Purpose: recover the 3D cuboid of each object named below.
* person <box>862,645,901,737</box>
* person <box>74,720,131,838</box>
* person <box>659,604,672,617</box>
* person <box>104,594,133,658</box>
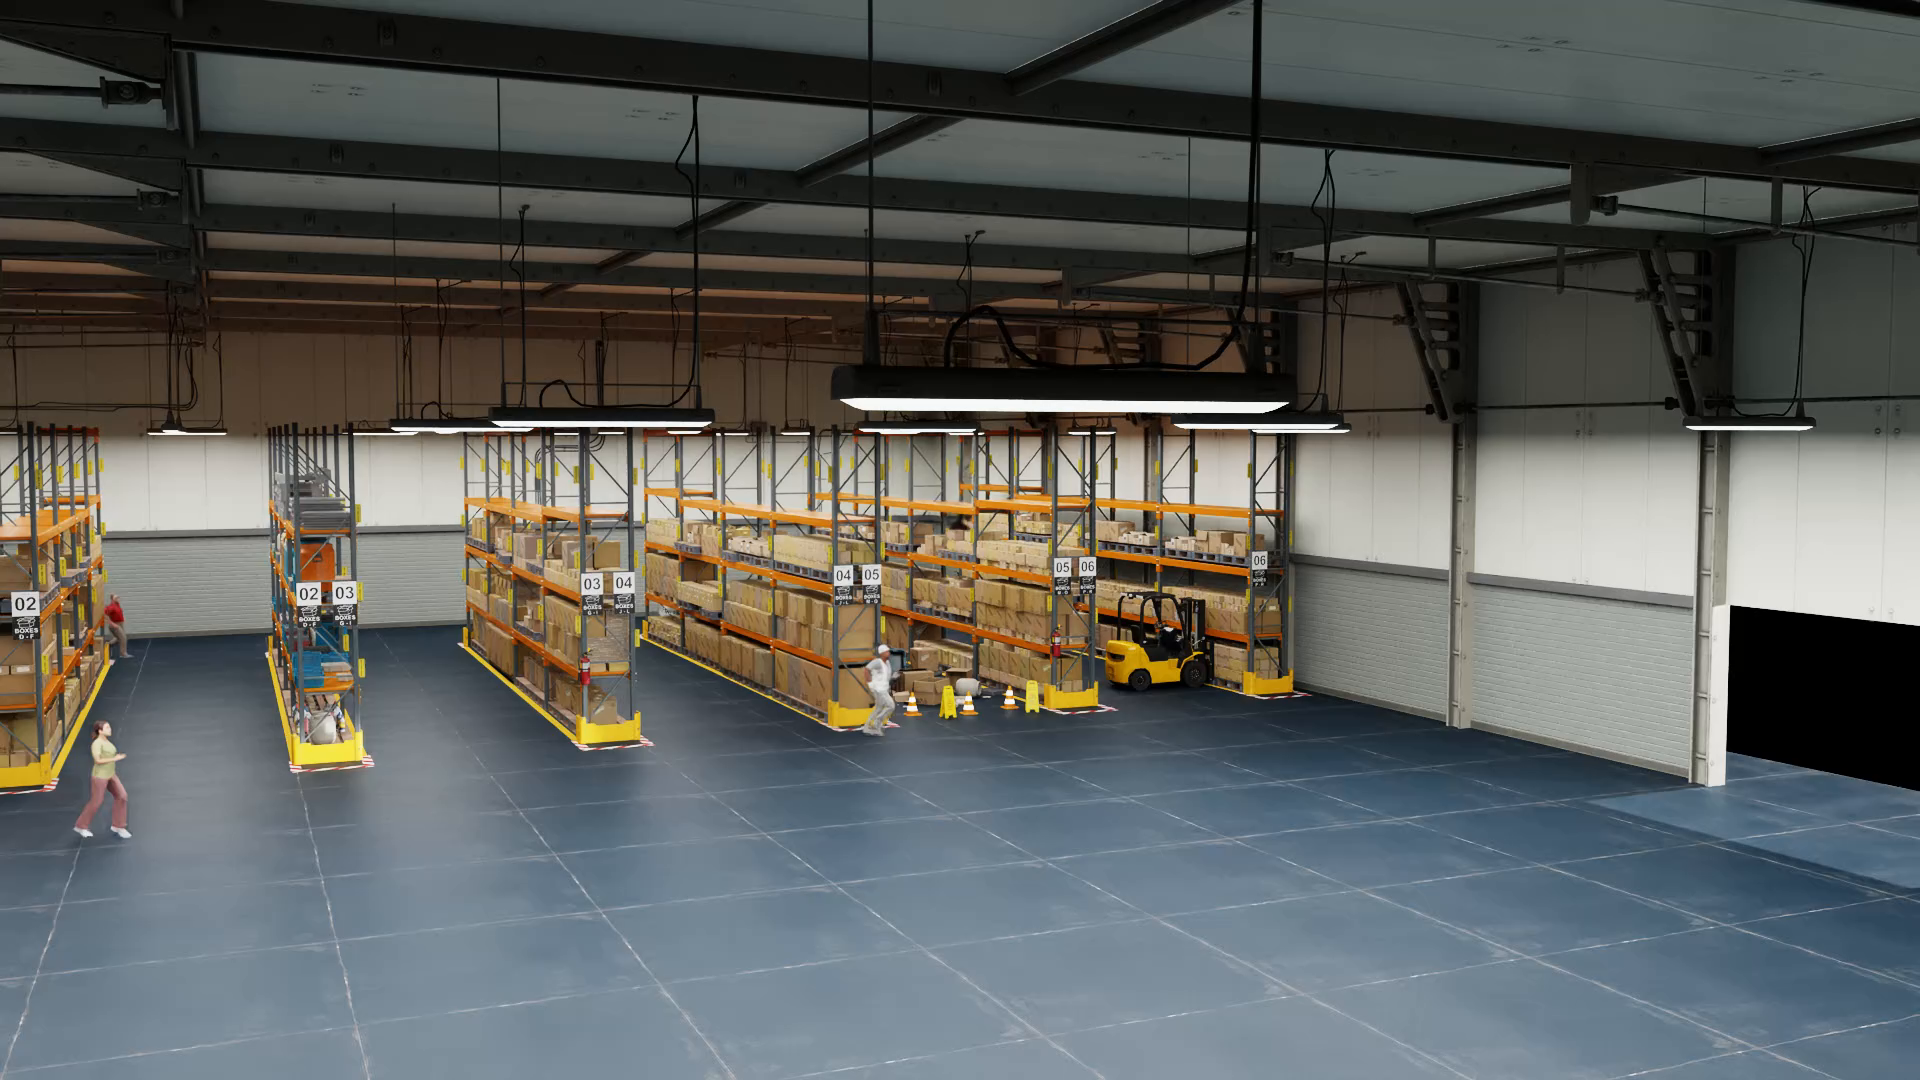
[{"bbox_3d":[-1.511,2.889,31.914,0.741,1.756,0.666,1,4,13],"label":"person"},{"bbox_3d":[-12.272,3.430,23.738,0.757,1.731,0.591,0,3,-4],"label":"person"},{"bbox_3d":[-8.760,1.828,49.579,0.669,1.766,0.898,3,5,41],"label":"person"},{"bbox_3d":[-21.987,2.246,43.216,0.772,1.692,0.743,0,4,-5],"label":"person"}]
